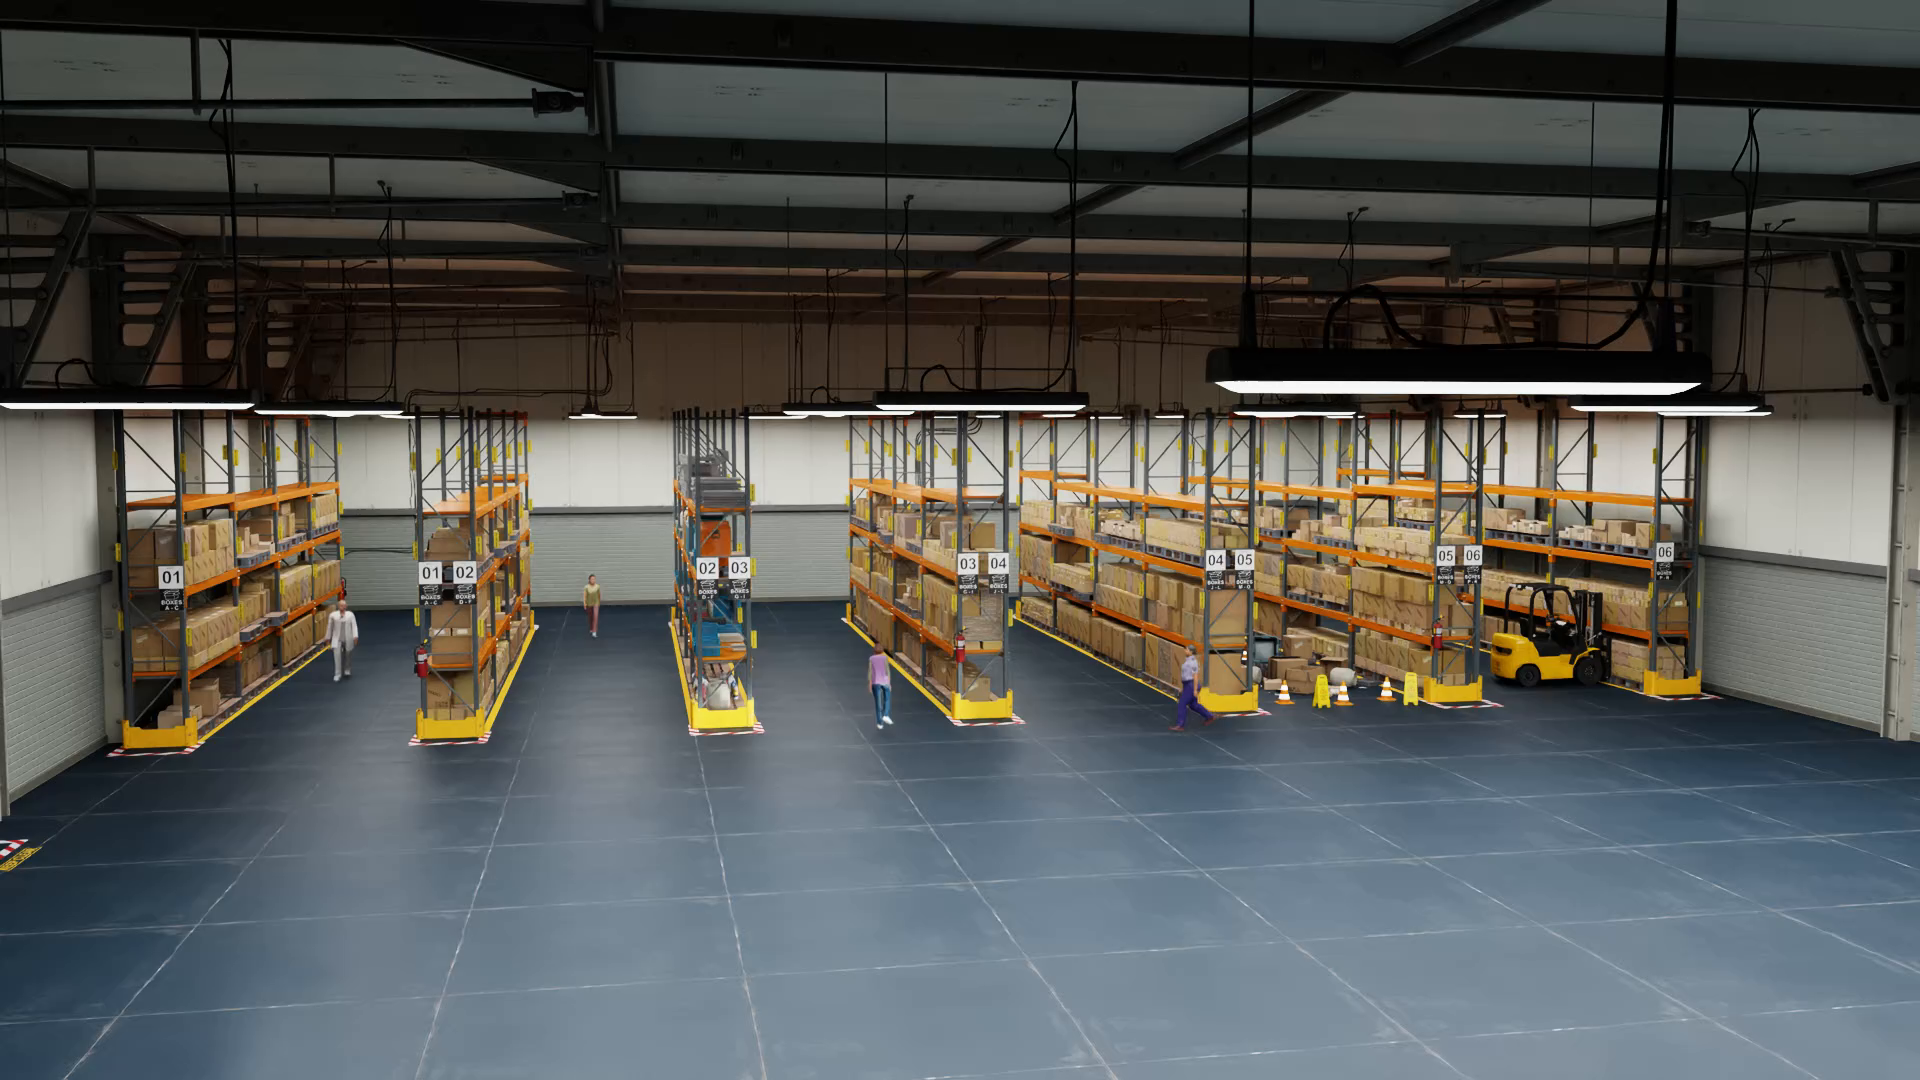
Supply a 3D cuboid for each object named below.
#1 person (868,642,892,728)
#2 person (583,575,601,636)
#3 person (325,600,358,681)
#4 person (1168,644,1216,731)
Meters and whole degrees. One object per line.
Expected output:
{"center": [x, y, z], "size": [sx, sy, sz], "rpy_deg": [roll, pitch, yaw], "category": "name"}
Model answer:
{"center": [-1.495, 2.709, 31.077], "size": [0.454, 1.585, 0.450], "rpy_deg": [0, 4, -3], "category": "person"}
{"center": [-9.843, 1.736, 44.457], "size": [0.453, 1.604, 1.054], "rpy_deg": [-1, 4, -7], "category": "person"}
{"center": [-13.750, 2.253, 36.971], "size": [0.704, 1.636, 1.099], "rpy_deg": [-1, 4, -20], "category": "person"}
{"center": [4.318, 2.722, 30.788], "size": [0.962, 1.602, 0.481], "rpy_deg": [-1, 4, -8], "category": "person"}
